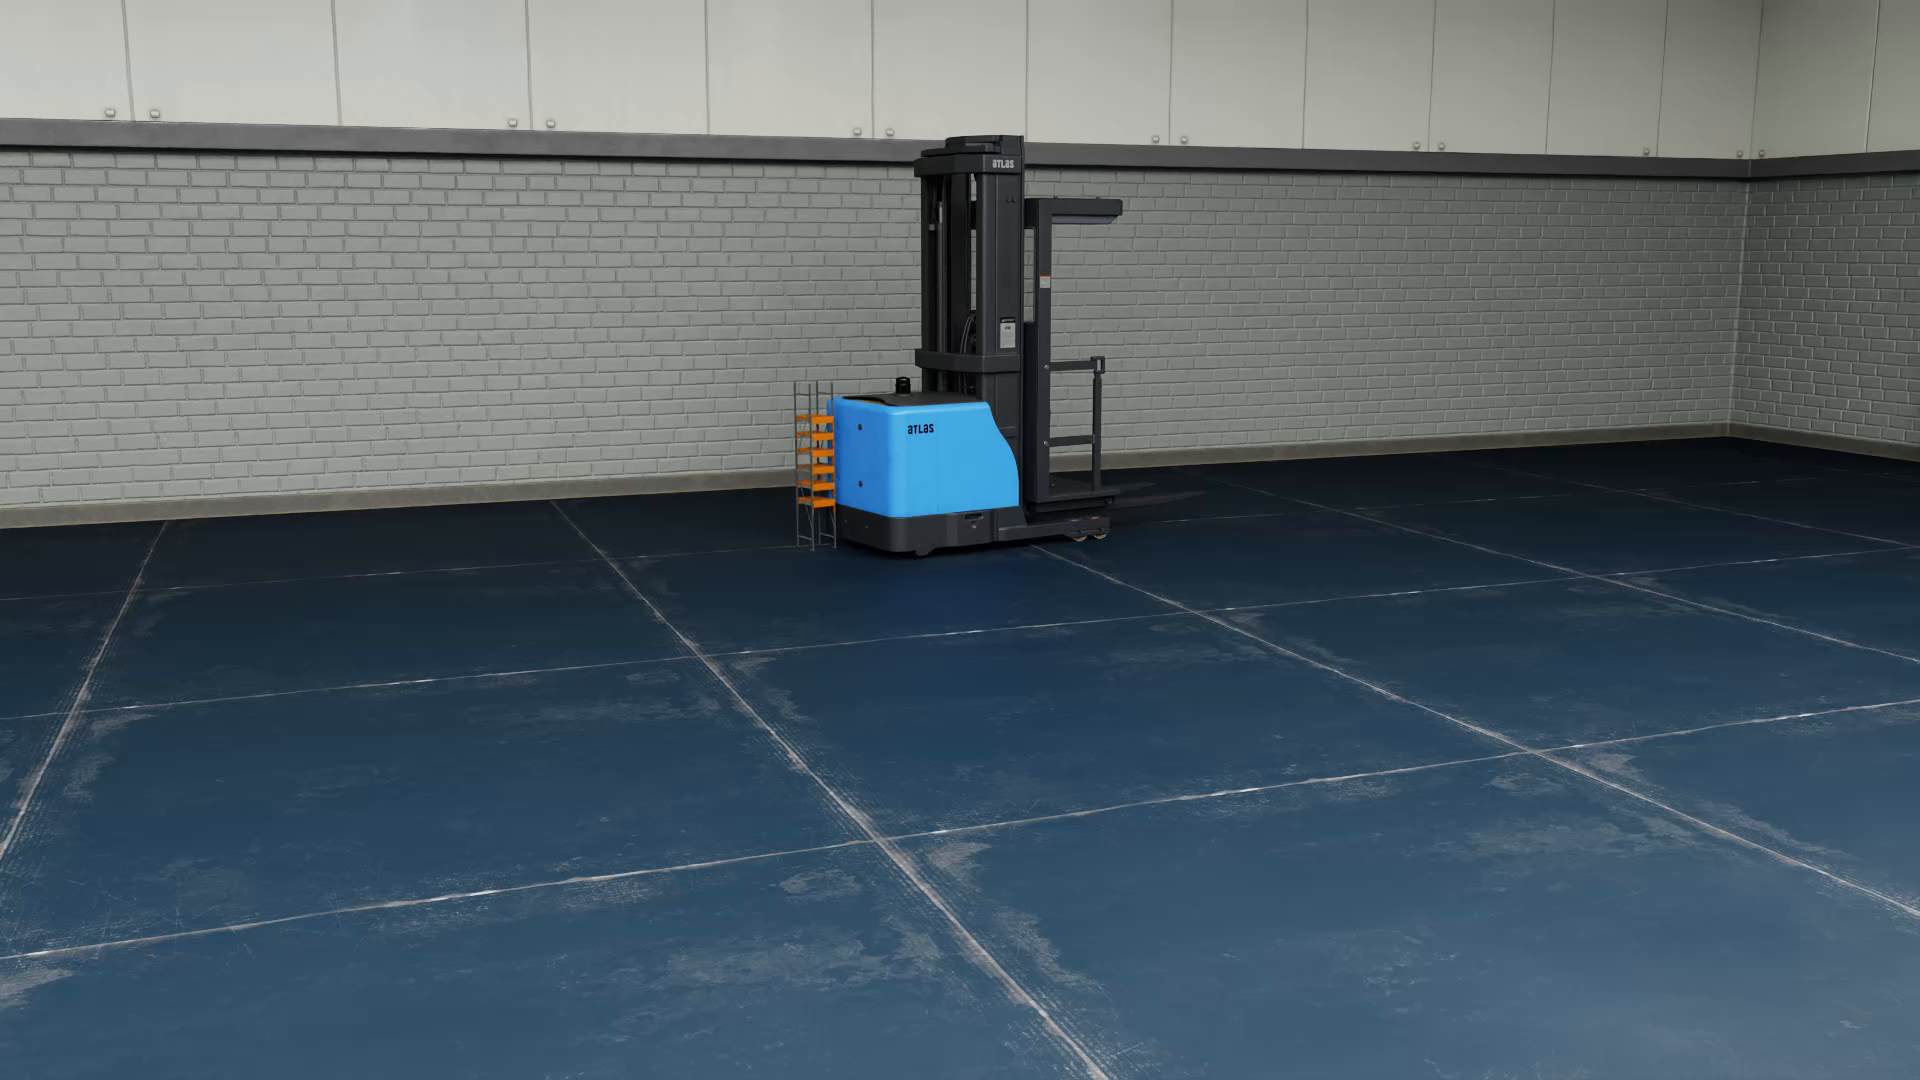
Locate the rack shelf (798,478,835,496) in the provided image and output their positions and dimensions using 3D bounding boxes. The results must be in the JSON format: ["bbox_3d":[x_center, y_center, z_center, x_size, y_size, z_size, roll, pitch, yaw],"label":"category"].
[{"bbox_3d":[-1.047,-0.375,12.032,0.180,0.103,0.258,-7,12,-34],"label":"rack shelf"}]

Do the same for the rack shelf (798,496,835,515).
[{"bbox_3d":[-1.046,-0.256,12.052,0.180,0.103,0.258,-7,12,-34],"label":"rack shelf"}]

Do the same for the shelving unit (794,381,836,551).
[{"bbox_3d":[-1.047,-0.537,12.004,0.189,1.200,0.258,-7,12,-34],"label":"shelving unit"}]

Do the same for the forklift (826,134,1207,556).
[{"bbox_3d":[0.524,-1.503,12.501,3.031,2.935,1.130,-7,12,-33],"label":"forklift"}]

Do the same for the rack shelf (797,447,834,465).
[{"bbox_3d":[-1.048,-0.611,11.992,0.180,0.103,0.258,-7,12,-34],"label":"rack shelf"}]

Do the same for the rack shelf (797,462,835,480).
[{"bbox_3d":[-1.047,-0.493,12.012,0.180,0.103,0.258,-7,12,-34],"label":"rack shelf"}]

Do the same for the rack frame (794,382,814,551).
[{"bbox_3d":[-1.123,-0.528,11.953,0.006,1.200,0.240,-7,12,-34],"label":"rack frame"}]

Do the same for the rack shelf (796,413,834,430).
[{"bbox_3d":[-1.049,-0.848,11.951,0.180,0.103,0.258,-7,12,-34],"label":"rack shelf"}]

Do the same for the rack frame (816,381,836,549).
[{"bbox_3d":[-0.972,-0.546,12.055,0.006,1.200,0.240,-7,12,-34],"label":"rack frame"}]

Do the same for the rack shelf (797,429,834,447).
[{"bbox_3d":[-1.048,-0.729,11.971,0.180,0.103,0.258,-7,12,-34],"label":"rack shelf"}]
